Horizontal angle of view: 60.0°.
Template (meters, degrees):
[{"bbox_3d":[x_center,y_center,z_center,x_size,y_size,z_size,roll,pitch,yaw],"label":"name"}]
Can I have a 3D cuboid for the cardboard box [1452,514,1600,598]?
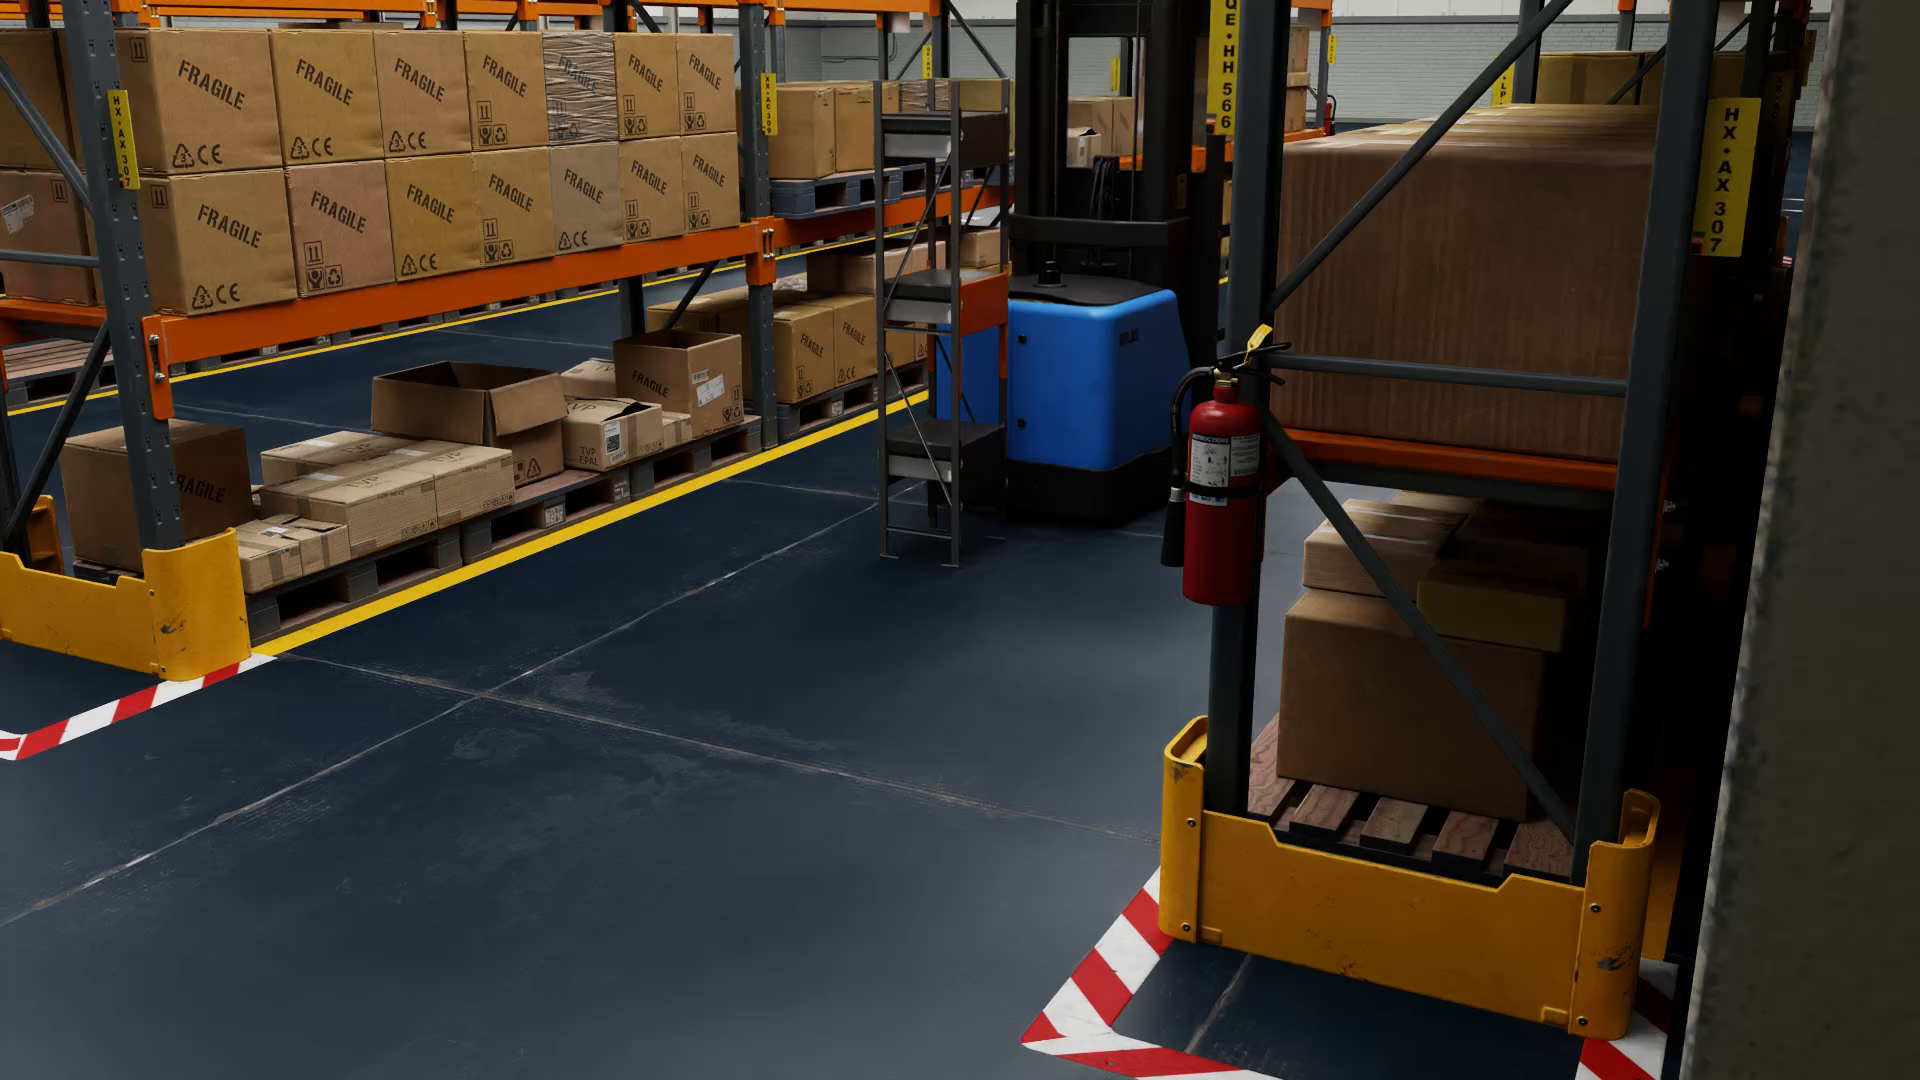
[{"bbox_3d":[1.685,0.043,4.958,0.380,0.149,0.250,8,18,26],"label":"cardboard box"}]

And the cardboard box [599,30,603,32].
[{"bbox_3d":[-5.056,-6.844,23.180,0.500,0.500,0.500,8,18,25],"label":"cardboard box"}]

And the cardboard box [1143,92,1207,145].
[{"bbox_3d":[2.234,-4.228,16.648,0.700,0.500,0.500,8,18,24],"label":"cardboard box"}]

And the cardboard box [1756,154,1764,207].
[{"bbox_3d":[3.786,-1.946,8.407,0.500,0.500,0.500,8,18,24],"label":"cardboard box"}]

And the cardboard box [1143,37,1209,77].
[{"bbox_3d":[2.234,-4.850,16.464,0.700,0.500,0.500,8,18,26],"label":"cardboard box"}]

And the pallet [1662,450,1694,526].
[{"bbox_3d":[3.178,-0.268,8.391,1.003,0.211,1.213,8,18,25],"label":"pallet"}]

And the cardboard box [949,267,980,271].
[{"bbox_3d":[-0.185,-1.660,11.796,0.500,0.500,0.500,7,18,23],"label":"cardboard box"}]

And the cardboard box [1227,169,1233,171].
[{"bbox_3d":[3.197,-3.769,18.055,0.500,0.500,0.500,8,18,25],"label":"cardboard box"}]

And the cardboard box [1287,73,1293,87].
[{"bbox_3d":[3.484,-5.126,18.535,0.380,0.149,0.250,8,18,26],"label":"cardboard box"}]

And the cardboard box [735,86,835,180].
[{"bbox_3d":[-1.121,-2.370,9.655,0.700,0.500,0.500,2,17,7],"label":"cardboard box"}]

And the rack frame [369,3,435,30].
[{"bbox_3d":[-6.819,-5.327,20.526,1.000,3.000,0.127,8,18,25],"label":"rack frame"}]

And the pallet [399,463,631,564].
[{"bbox_3d":[-2.385,-0.205,8.177,1.003,0.211,1.213,8,18,25],"label":"pallet"}]

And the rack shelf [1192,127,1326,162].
[{"bbox_3d":[2.935,-4.231,18.097,1.077,0.370,4.000,8,18,25],"label":"rack shelf"}]

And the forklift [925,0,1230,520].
[{"bbox_3d":[0.988,-1.872,9.014,1.130,2.935,3.031,9,19,28],"label":"forklift"}]

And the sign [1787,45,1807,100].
[{"bbox_3d":[5.186,-2.903,10.330,0.100,0.325,0.005,8,18,25],"label":"sign"}]

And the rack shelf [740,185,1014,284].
[{"bbox_3d":[-0.639,-2.193,11.236,1.077,0.370,4.000,8,18,25],"label":"rack shelf"}]

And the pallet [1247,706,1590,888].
[{"bbox_3d":[1.400,0.743,4.986,1.003,0.211,1.213,8,18,25],"label":"pallet"}]

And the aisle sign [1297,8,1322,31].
[{"bbox_3d":[4.121,-6.310,19.270,0.394,0.787,0.004,8,18,25],"label":"aisle sign"}]

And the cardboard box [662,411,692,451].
[{"bbox_3d":[-1.648,-0.588,8.804,0.380,0.149,0.250,8,18,25],"label":"cardboard box"}]

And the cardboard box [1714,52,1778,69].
[{"bbox_3d":[3.567,-2.177,7.868,0.500,0.250,0.500,8,18,26],"label":"cardboard box"}]

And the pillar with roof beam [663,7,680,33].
[{"bbox_3d":[-4.881,-16.616,47.997,9.100,9.000,0.400,8,18,25],"label":"pillar with roof beam"}]

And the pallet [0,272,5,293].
[{"bbox_3d":[-9.572,-2.471,15.806,1.003,0.211,1.213,8,18,25],"label":"pallet"}]

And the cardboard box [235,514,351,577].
[{"bbox_3d":[-2.714,0.011,6.755,0.380,0.166,0.250,8,18,25],"label":"cardboard box"}]

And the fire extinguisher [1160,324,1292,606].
[{"bbox_3d":[0.633,-0.185,4.002,0.296,0.674,0.183,8,18,25],"label":"fire extinguisher"}]

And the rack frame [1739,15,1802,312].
[{"bbox_3d":[6.475,-3.437,14.161,1.000,3.000,0.127,8,18,25],"label":"rack frame"}]

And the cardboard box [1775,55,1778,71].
[{"bbox_3d":[3.786,-2.305,8.300,0.500,0.250,0.500,7,18,24],"label":"cardboard box"}]

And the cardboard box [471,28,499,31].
[{"bbox_3d":[-6.168,-6.207,21.033,0.500,0.500,0.500,8,18,25],"label":"cardboard box"}]

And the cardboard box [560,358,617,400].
[{"bbox_3d":[-1.914,-0.871,9.471,0.500,0.311,0.500,8,18,25],"label":"cardboard box"}]

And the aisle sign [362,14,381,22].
[{"bbox_3d":[-9.124,-8.229,25.730,0.394,0.787,0.004,8,18,25],"label":"aisle sign"}]

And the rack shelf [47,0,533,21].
[{"bbox_3d":[-5.069,-4.262,12.934,1.077,0.370,4.000,8,18,25],"label":"rack shelf"}]

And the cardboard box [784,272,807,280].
[{"bbox_3d":[-0.891,-1.585,11.545,0.500,0.500,0.500,7,18,24],"label":"cardboard box"}]

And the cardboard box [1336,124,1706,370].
[{"bbox_3d":[1.647,-0.842,4.897,0.980,0.700,0.700,8,18,25],"label":"cardboard box"}]

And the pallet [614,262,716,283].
[{"bbox_3d":[-3.248,-2.843,17.061,1.003,0.211,1.213,8,18,25],"label":"pallet"}]

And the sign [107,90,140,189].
[{"bbox_3d":[-2.835,-1.355,5.633,0.100,0.325,0.005,8,18,25],"label":"sign"}]

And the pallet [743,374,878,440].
[{"bbox_3d":[-1.203,-0.903,10.529,1.003,0.211,1.213,8,18,25],"label":"pallet"}]

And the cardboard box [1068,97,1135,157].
[{"bbox_3d":[1.225,-3.659,14.732,0.500,0.500,0.500,8,18,25],"label":"cardboard box"}]

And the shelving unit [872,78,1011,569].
[{"bbox_3d":[-0.074,-0.964,7.417,0.431,2.100,0.503,8,18,25],"label":"shelving unit"}]

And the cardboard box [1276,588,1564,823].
[{"bbox_3d":[1.336,0.426,4.809,0.700,0.500,0.500,8,18,25],"label":"cardboard box"}]

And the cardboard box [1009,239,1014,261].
[{"bbox_3d":[0.268,-2.364,13.655,0.500,0.311,0.500,9,19,27],"label":"cardboard box"}]

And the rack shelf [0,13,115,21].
[{"bbox_3d":[-14.791,-8.191,26.161,1.077,0.370,4.000,8,18,25],"label":"rack shelf"}]

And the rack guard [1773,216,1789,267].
[{"bbox_3d":[8.228,-3.238,17.882,1.175,0.500,0.348,8,18,25],"label":"rack guard"}]

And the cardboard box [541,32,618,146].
[{"bbox_3d":[-1.979,-2.135,7.845,0.500,0.500,0.500,8,18,26],"label":"cardboard box"}]

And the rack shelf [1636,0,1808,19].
[{"bbox_3d":[5.581,-4.020,12.121,1.077,0.370,4.000,8,18,25],"label":"rack shelf"}]

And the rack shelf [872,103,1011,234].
[{"bbox_3d":[-0.074,-1.622,7.222,0.431,0.518,0.480,8,18,25],"label":"rack shelf"}]

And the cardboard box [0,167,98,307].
[{"bbox_3d":[-3.364,-1.206,6.475,0.500,0.500,0.500,9,19,27],"label":"cardboard box"}]

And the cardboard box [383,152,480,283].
[{"bbox_3d":[-2.434,-1.396,7.116,0.500,0.500,0.500,8,18,25],"label":"cardboard box"}]

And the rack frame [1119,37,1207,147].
[{"bbox_3d":[2.042,-4.066,16.279,1.000,3.000,0.127,8,18,25],"label":"rack frame"}]
